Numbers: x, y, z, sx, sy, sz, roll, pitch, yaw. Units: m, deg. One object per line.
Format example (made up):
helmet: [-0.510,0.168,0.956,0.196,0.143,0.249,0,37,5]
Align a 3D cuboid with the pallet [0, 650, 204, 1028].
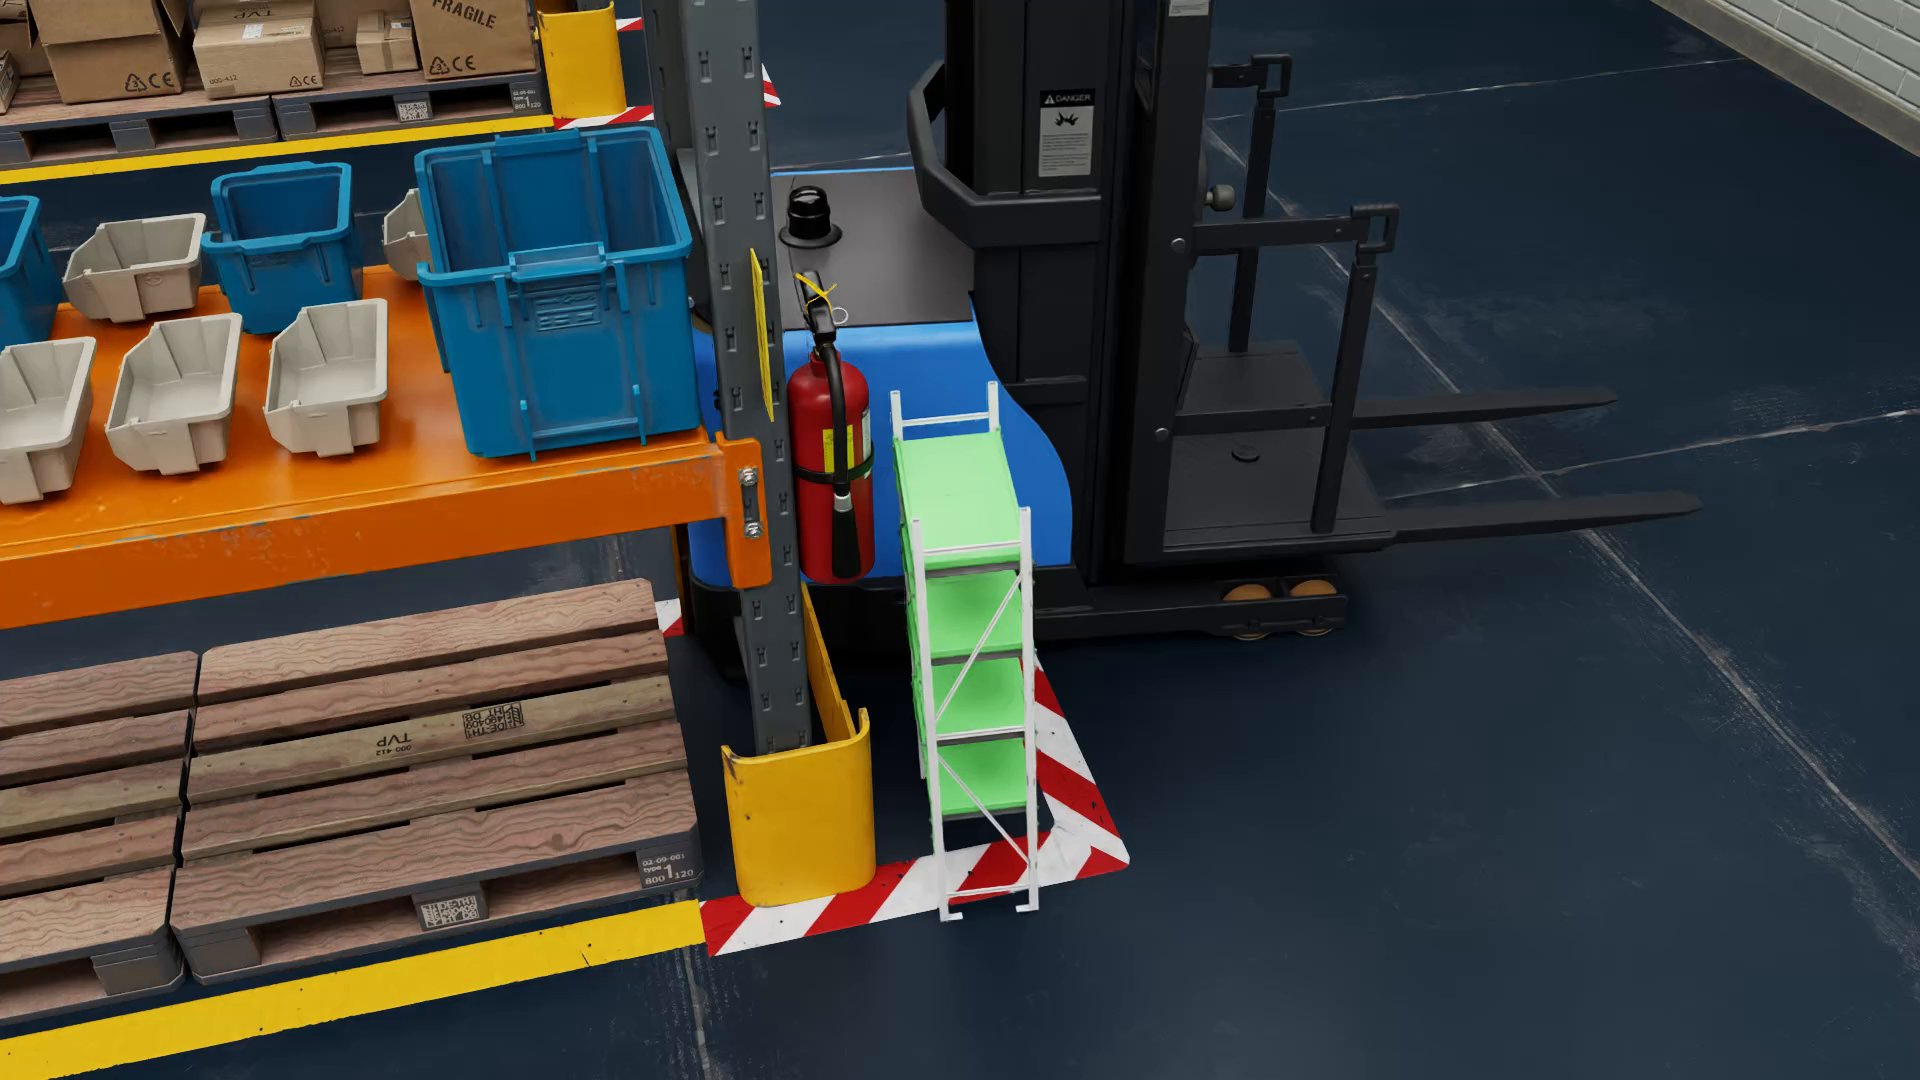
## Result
pallet: [-2.515,0.767,4.074,1.213,0.211,1.003,-9,38,-12]

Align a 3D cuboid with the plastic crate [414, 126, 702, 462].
plastic crate: [-0.808,-0.515,3.376,0.499,0.435,0.616,-9,38,-12]

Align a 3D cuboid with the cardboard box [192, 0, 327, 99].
cardboard box: [-3.207,-2.265,7.643,0.500,0.250,0.500,-9,38,-12]

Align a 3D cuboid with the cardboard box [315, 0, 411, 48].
cardboard box: [-2.903,-2.630,8.120,0.500,0.250,0.500,-9,38,-12]

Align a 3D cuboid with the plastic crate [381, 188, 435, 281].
plastic crate: [-1.189,-0.711,3.878,0.298,0.136,0.250,-9,38,-12]

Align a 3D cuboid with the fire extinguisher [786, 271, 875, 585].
fire extinguisher: [-0.269,-0.218,3.437,0.183,0.674,0.296,-9,38,-12]

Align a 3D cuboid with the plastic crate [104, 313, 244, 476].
plastic crate: [-1.557,-0.286,3.323,0.243,0.136,0.396,-9,38,-12]

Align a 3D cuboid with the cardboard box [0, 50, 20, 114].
cardboard box: [-4.389,-2.044,7.423,0.250,0.166,0.380,-9,38,-12]

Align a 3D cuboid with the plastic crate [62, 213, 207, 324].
plastic crate: [-1.844,-0.603,3.737,0.298,0.136,0.250,-9,38,-12]

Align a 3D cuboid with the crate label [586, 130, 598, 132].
crate label: [-0.858,-0.751,3.851,0.303,0.233,0.416,-9,38,-12]

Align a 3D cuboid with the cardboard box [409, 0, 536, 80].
cardboard box: [-2.282,-2.497,7.741,0.500,0.500,0.500,-9,38,-12]

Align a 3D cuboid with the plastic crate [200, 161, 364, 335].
plastic crate: [-1.493,-0.647,3.715,0.300,0.233,0.416,-9,38,-12]

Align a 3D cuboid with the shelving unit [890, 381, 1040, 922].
shelving unit: [0.018,0.284,3.877,0.258,1.200,0.503,-6,37,-4]

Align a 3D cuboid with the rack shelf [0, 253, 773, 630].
rack shelf: [-2.464,-0.037,3.422,4.000,0.370,1.077,-9,38,-12]

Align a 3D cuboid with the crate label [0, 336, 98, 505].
crate label: [-1.820,-0.228,3.246,0.243,0.136,0.396,-9,38,-12]

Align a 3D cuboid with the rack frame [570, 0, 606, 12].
rack frame: [-1.821,-3.546,7.416,0.127,3.000,1.000,-9,38,-12]

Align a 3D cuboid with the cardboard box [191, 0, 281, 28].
cardboard box: [-3.386,-2.550,8.016,0.500,0.250,0.500,-9,38,-12]

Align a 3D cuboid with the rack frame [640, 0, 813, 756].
rack frame: [-0.534,-0.640,3.618,0.127,3.000,1.000,-9,38,-12]

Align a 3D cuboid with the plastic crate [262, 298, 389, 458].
plastic crate: [-1.274,-0.323,3.372,0.243,0.136,0.396,-9,38,-12]

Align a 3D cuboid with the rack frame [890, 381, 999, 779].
rack frame: [-0.011,0.139,4.071,0.240,1.200,0.015,-6,37,-4]

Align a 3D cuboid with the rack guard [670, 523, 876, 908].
rack guard: [-0.514,0.342,4.392,0.348,0.500,1.175,-9,38,-12]

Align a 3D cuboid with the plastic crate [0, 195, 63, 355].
plastic crate: [-2.129,-0.543,3.579,0.300,0.233,0.416,-9,38,-12]

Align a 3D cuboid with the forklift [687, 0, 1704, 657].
forklift: [0.704,-1.187,4.390,3.031,2.935,1.130,-4,38,-5]

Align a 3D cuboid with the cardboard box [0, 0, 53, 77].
cardboard box: [-4.483,-2.394,7.762,0.500,0.311,0.500,-9,38,-12]

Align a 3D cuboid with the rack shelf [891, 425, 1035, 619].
rack shelf: [0.000,-0.048,3.627,0.258,0.148,0.480,-6,37,-4]

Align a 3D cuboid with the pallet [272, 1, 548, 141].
pallet: [-2.664,-2.299,8.082,1.213,0.211,1.003,-9,38,-12]

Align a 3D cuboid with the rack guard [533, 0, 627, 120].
rack guard: [-1.895,-2.541,8.160,0.348,0.500,1.175,-9,38,-12]

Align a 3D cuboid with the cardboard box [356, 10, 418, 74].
cardboard box: [-2.697,-2.353,7.827,0.250,0.166,0.380,-9,38,-12]

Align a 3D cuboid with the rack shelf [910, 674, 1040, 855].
rack shelf: [0.031,0.527,4.060,0.258,0.148,0.480,-6,37,-4]

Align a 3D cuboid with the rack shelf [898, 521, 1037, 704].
rack shelf: [0.010,0.144,3.771,0.258,0.148,0.480,-6,37,-4]

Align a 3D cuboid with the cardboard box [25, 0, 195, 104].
cardboard box: [-3.871,-2.396,7.606,0.637,0.503,0.797,-9,38,-12]

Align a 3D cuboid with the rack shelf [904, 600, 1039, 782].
rack shelf: [0.021,0.335,3.915,0.258,0.148,0.480,-6,37,-4]

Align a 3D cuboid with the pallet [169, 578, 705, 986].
pallet: [-1.340,0.576,4.324,1.213,0.211,1.003,-9,38,-12]

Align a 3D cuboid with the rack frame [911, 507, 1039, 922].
rack frame: [0.046,0.429,3.683,0.240,1.200,0.015,-6,37,-4]

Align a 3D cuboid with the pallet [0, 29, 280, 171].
pallet: [-3.840,-2.108,7.832,1.213,0.211,1.003,-9,38,-12]

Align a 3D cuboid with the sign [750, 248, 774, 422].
sign: [-0.374,-0.384,3.149,0.005,0.325,0.100,-9,38,-12]
